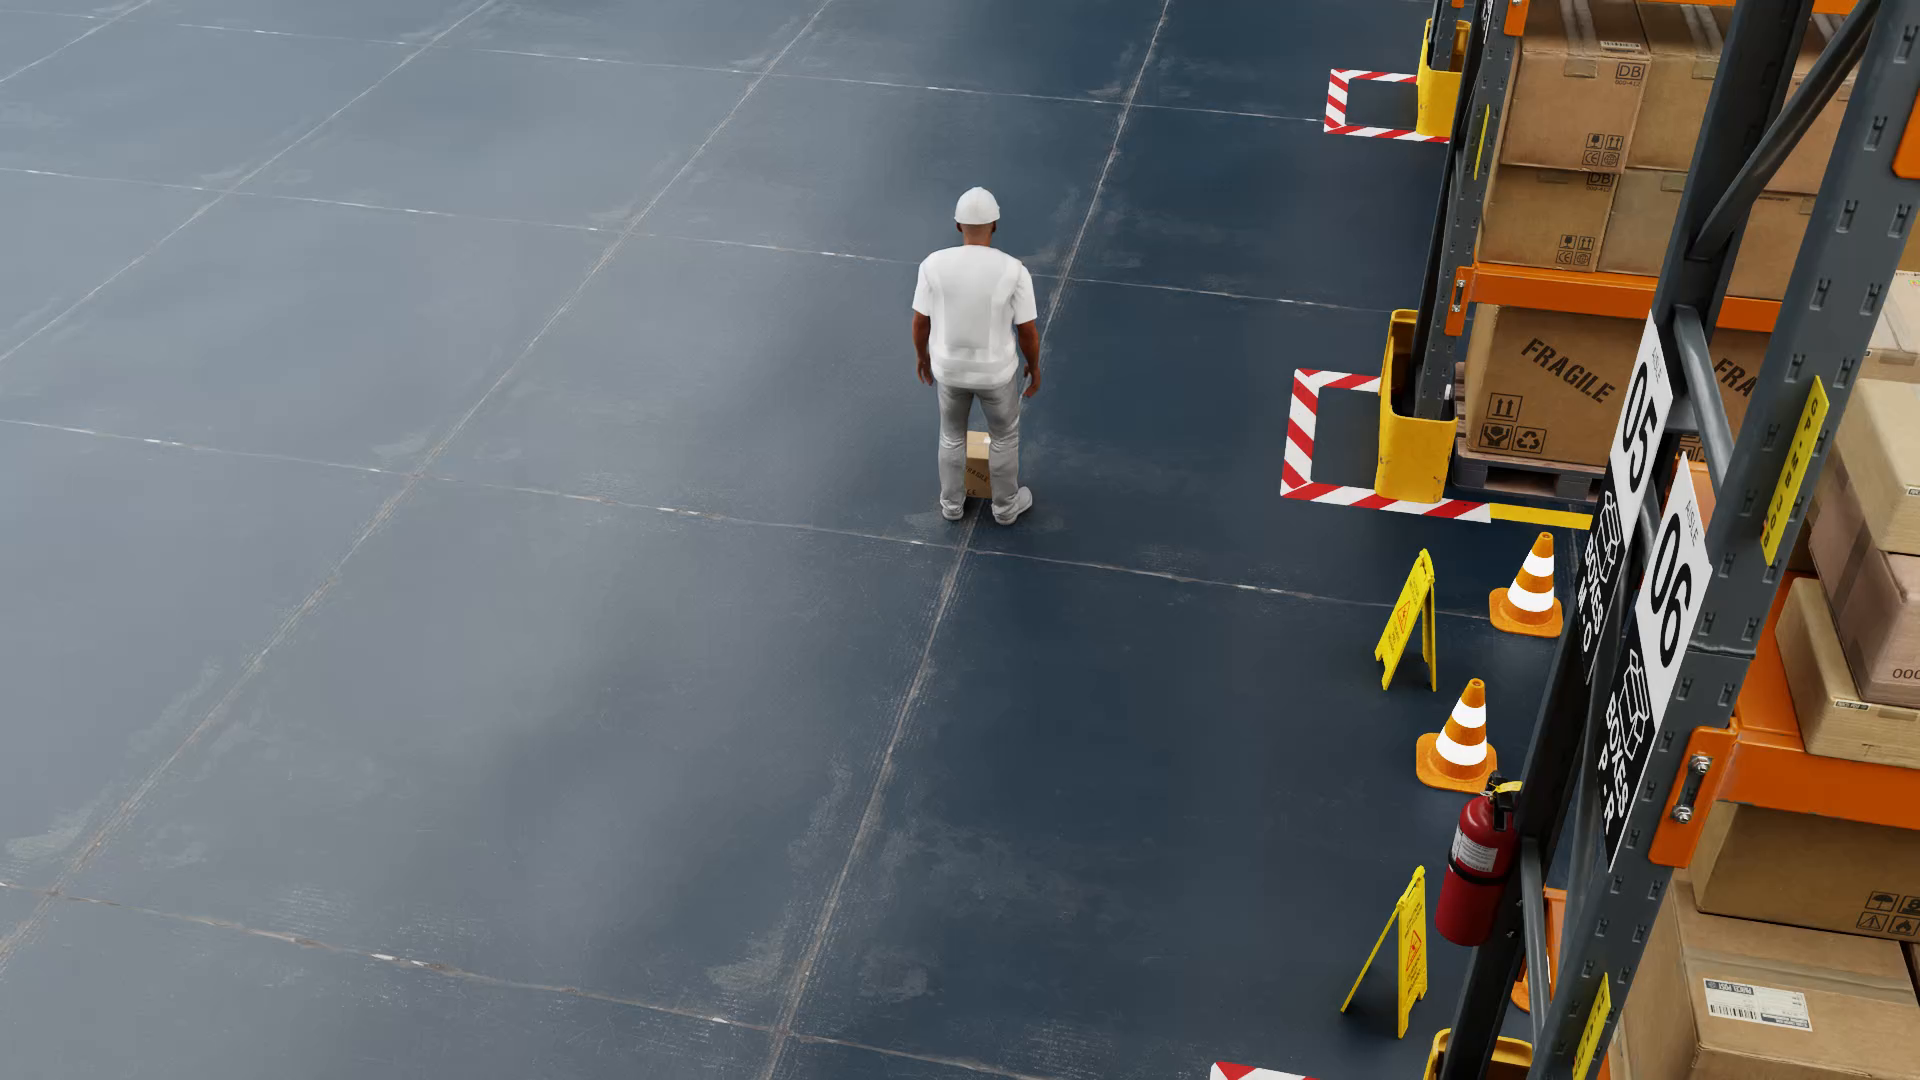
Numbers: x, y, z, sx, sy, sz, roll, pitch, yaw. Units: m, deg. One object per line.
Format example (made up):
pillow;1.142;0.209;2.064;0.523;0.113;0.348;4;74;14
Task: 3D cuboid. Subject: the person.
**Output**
person;0.086;-0.867;8.127;0.628;1.761;0.458;8;37;10
